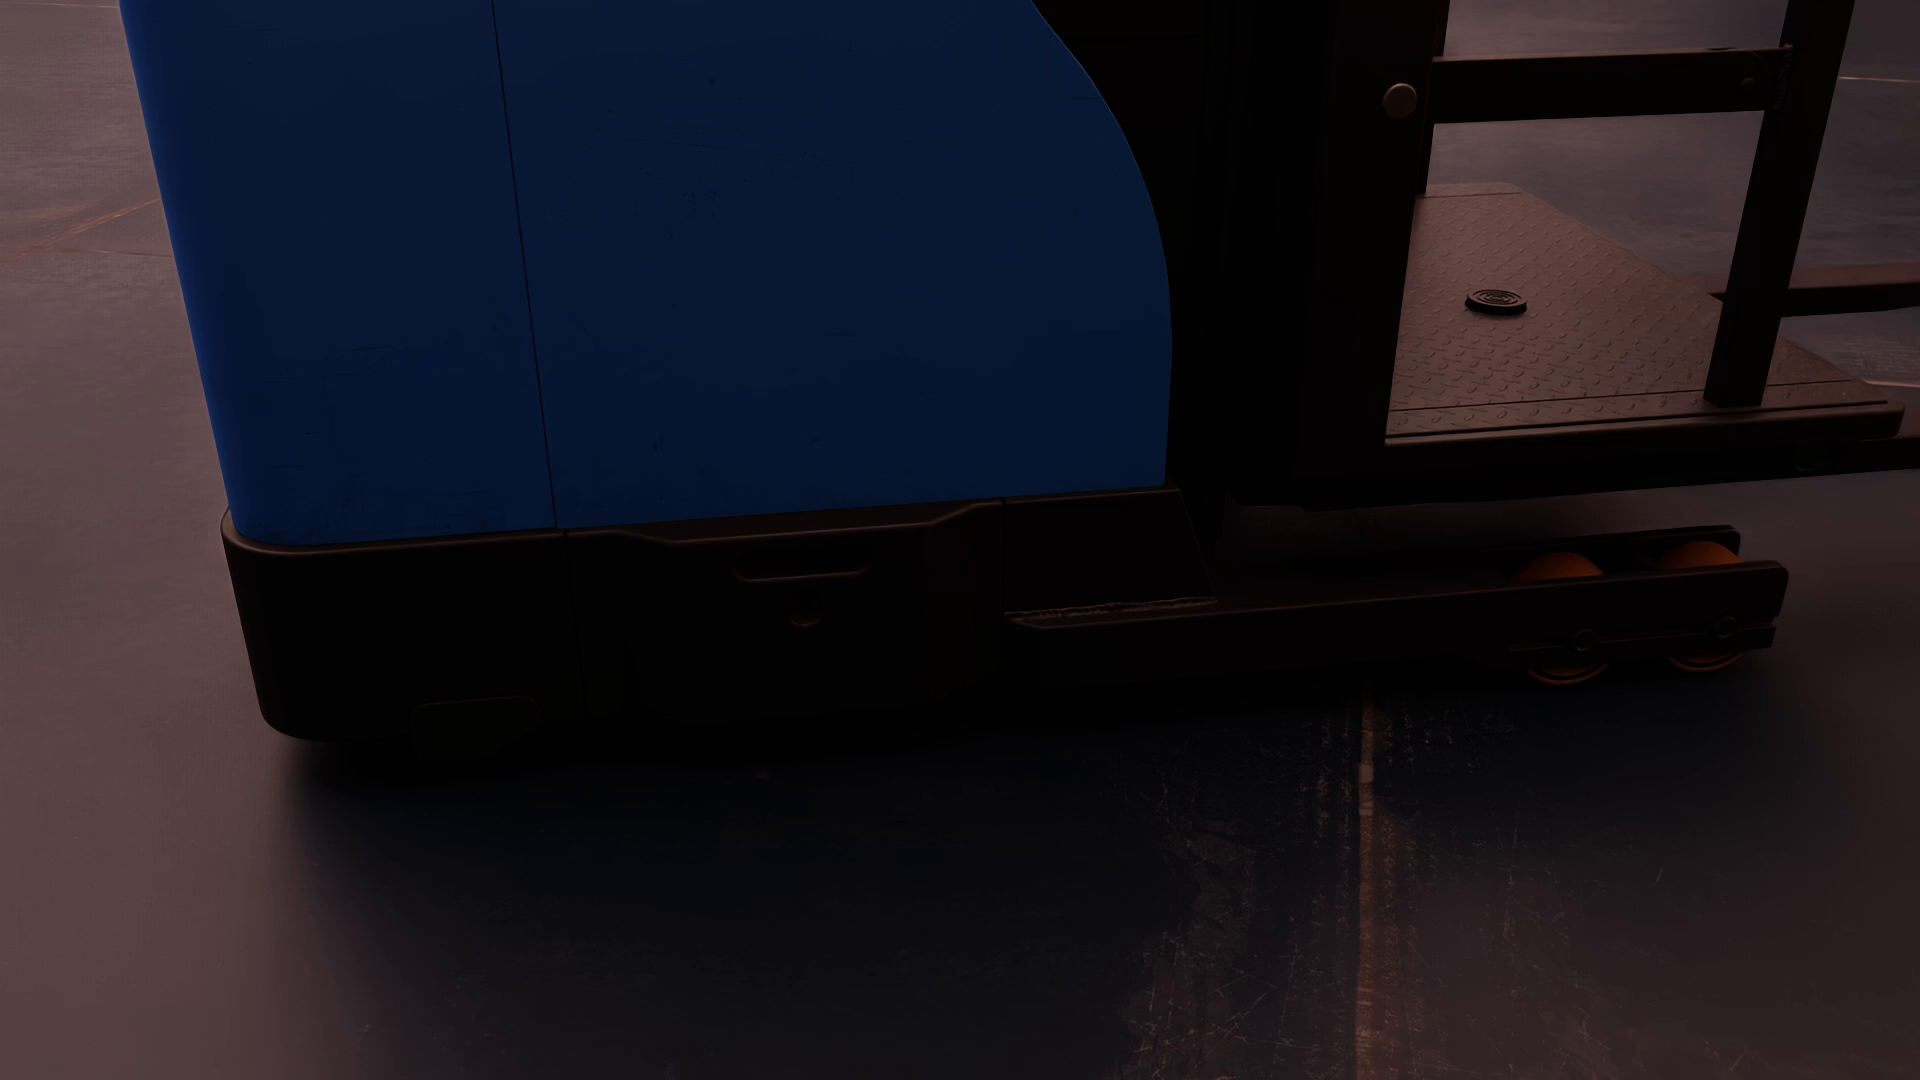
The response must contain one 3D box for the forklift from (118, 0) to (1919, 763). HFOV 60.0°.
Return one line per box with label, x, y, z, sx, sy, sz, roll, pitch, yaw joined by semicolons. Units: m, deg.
forklift;0.600;-1.354;1.930;3.031;2.935;1.130;-4;27;-9
